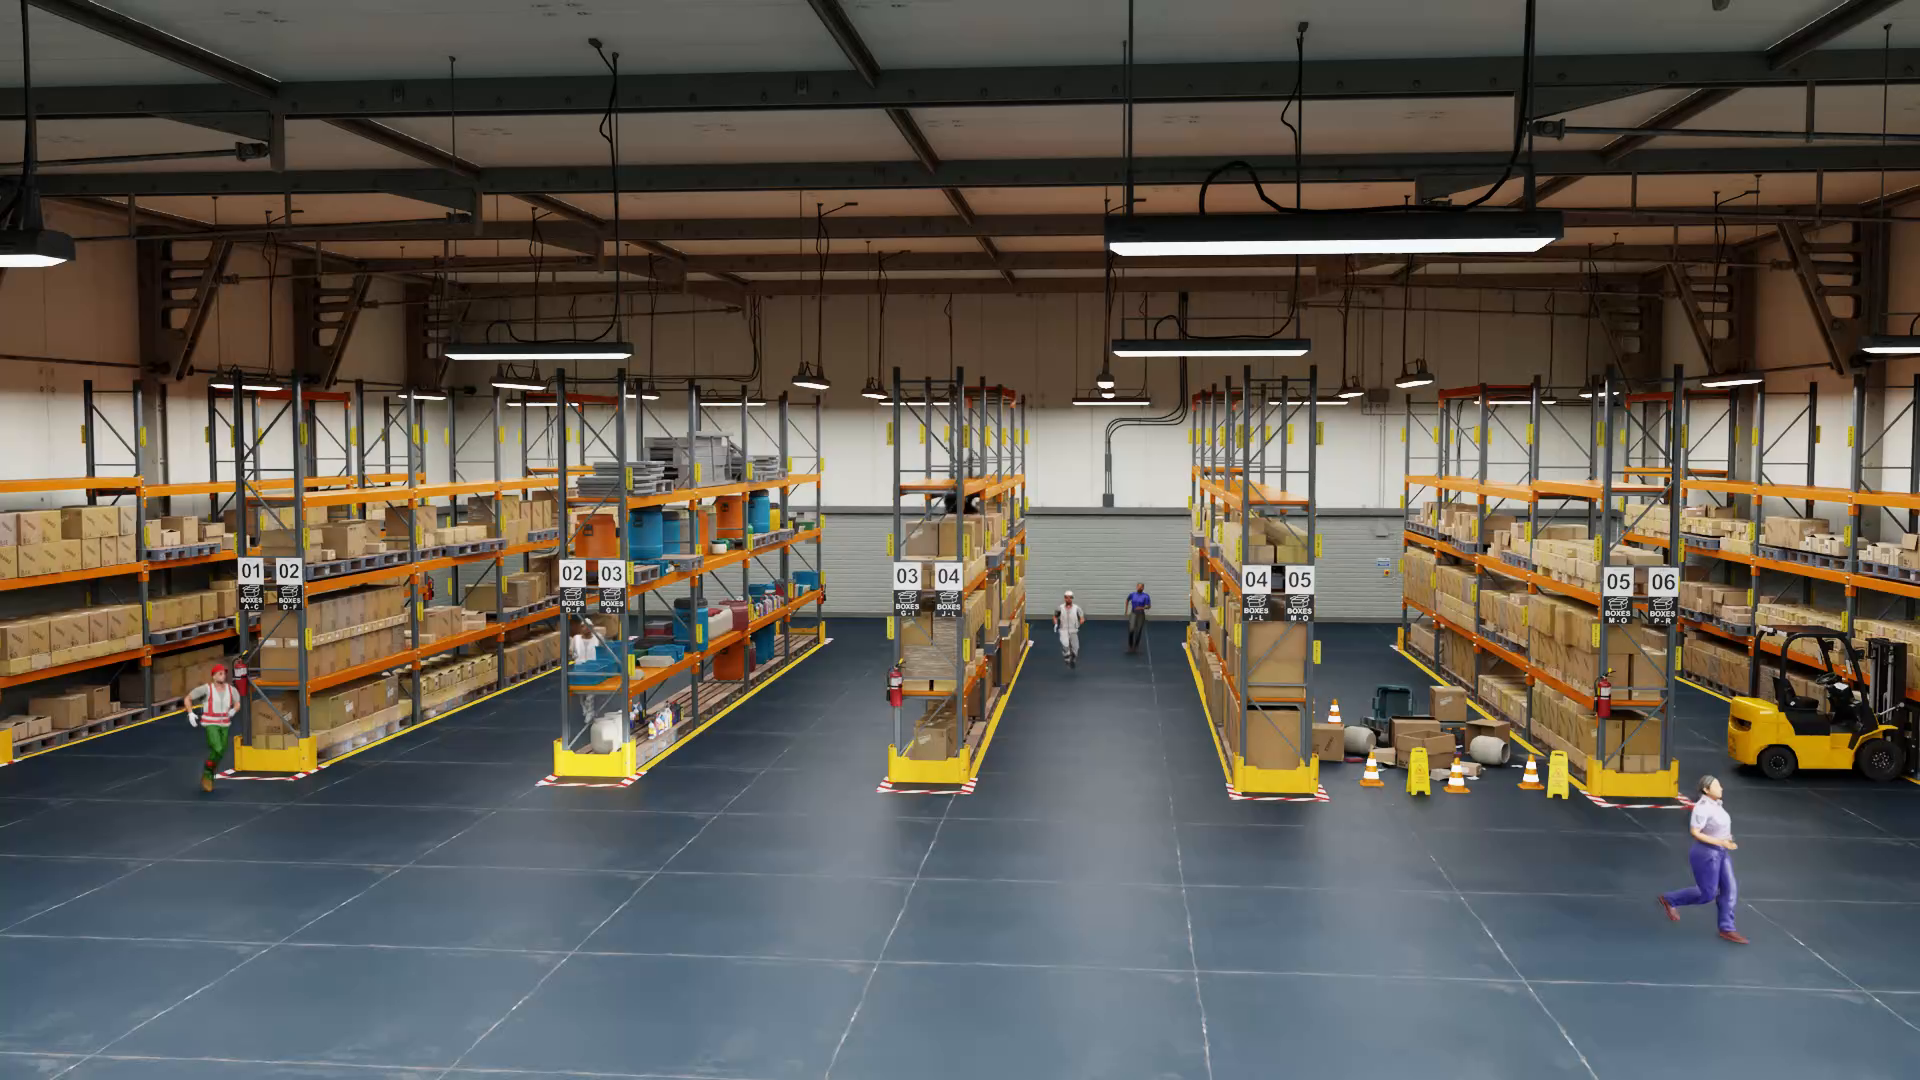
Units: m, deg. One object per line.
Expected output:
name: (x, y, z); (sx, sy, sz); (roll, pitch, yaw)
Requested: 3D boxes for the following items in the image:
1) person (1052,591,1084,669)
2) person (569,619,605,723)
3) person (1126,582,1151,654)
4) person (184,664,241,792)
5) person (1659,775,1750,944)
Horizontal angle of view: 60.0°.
person: (2.253, 1.893, 34.607); (0.663, 1.663, 0.863); (0, 4, 4)
person: (-6.532, 2.264, 29.091); (0.690, 1.762, 0.972); (0, 4, -7)
person: (4.121, 1.805, 38.474); (0.582, 1.668, 0.635); (0, 4, 7)
person: (-10.547, 2.658, 23.621); (0.610, 1.777, 0.686); (2, 4, 34)
person: (7.458, 3.171, 16.609); (0.849, 1.617, 0.607); (3, 5, 44)
